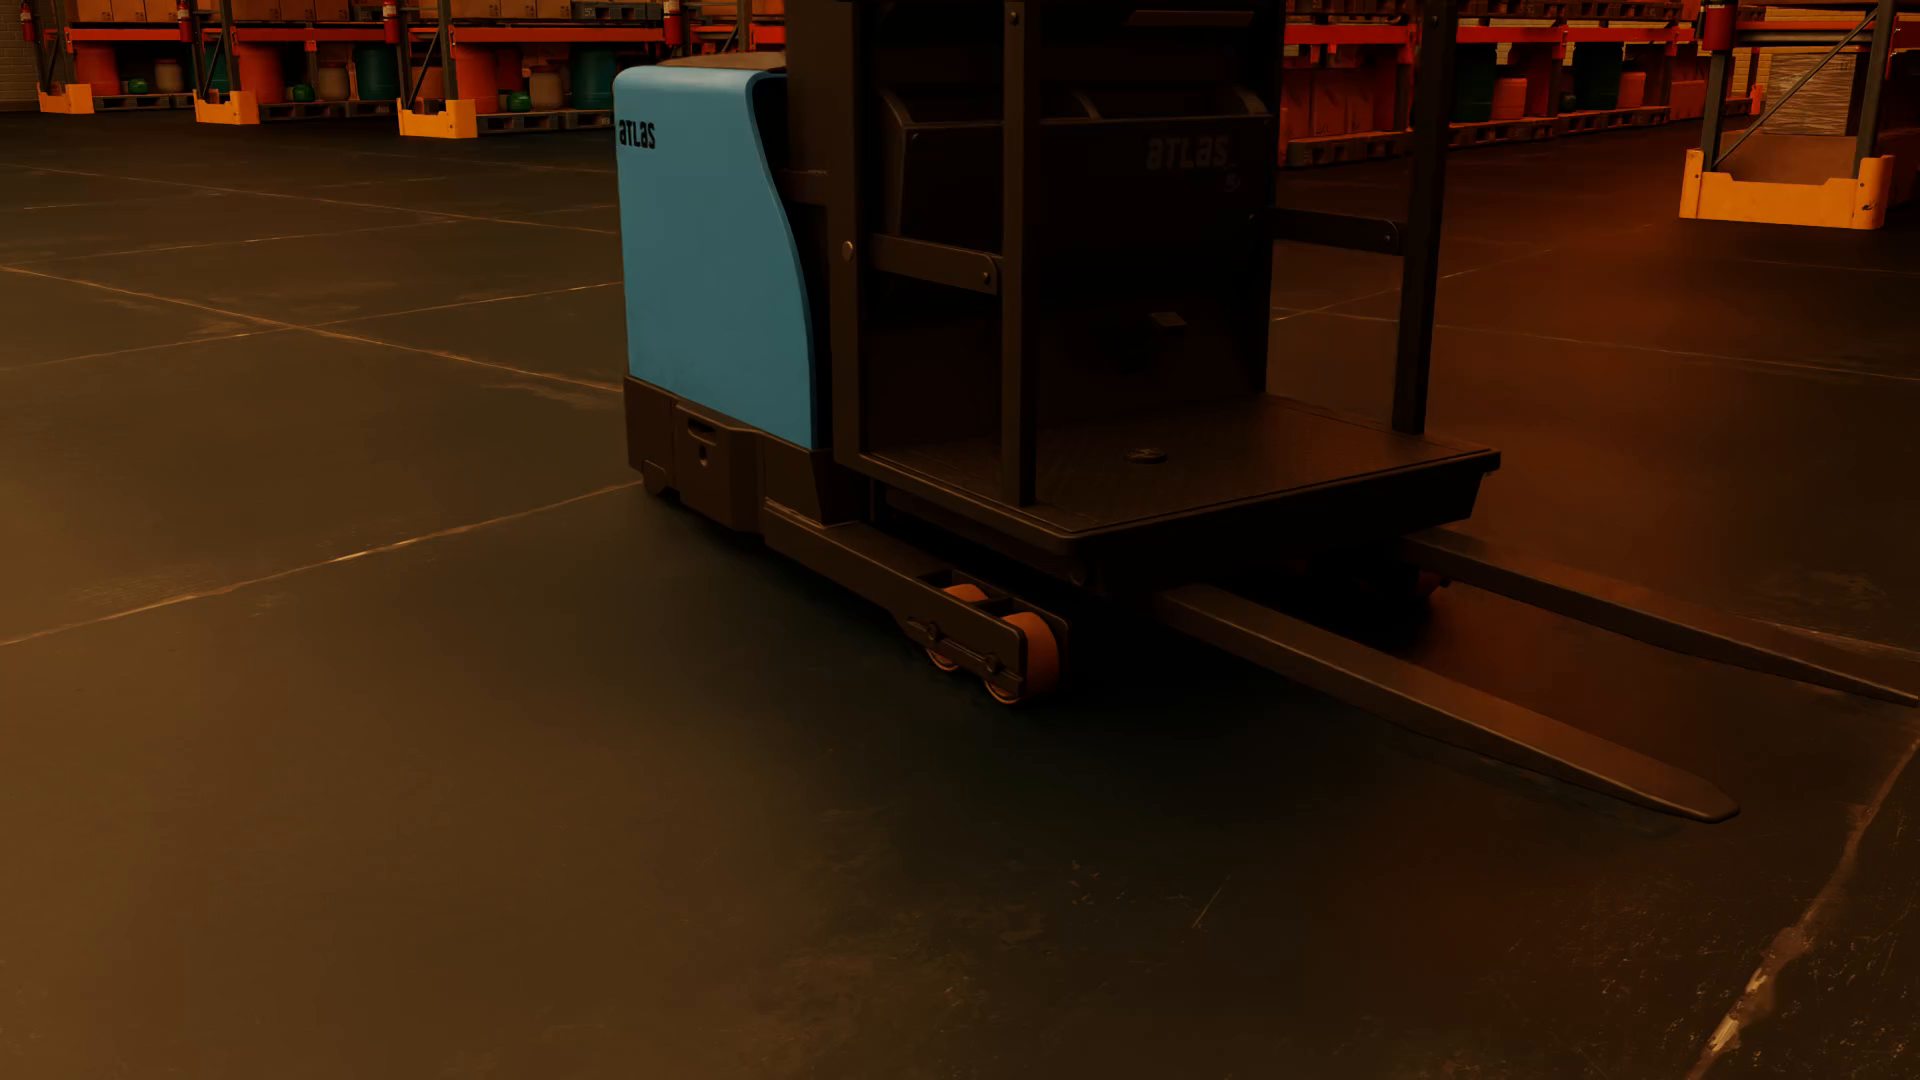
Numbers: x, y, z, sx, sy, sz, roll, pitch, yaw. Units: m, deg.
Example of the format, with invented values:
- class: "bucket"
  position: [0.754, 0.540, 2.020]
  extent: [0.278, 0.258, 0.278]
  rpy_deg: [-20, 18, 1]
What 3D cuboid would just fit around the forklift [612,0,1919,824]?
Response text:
- class: "forklift"
  position: [0.365, -1.265, 3.062]
  extent: [1.130, 2.935, 3.031]
  rpy_deg: [-11, 20, -32]
